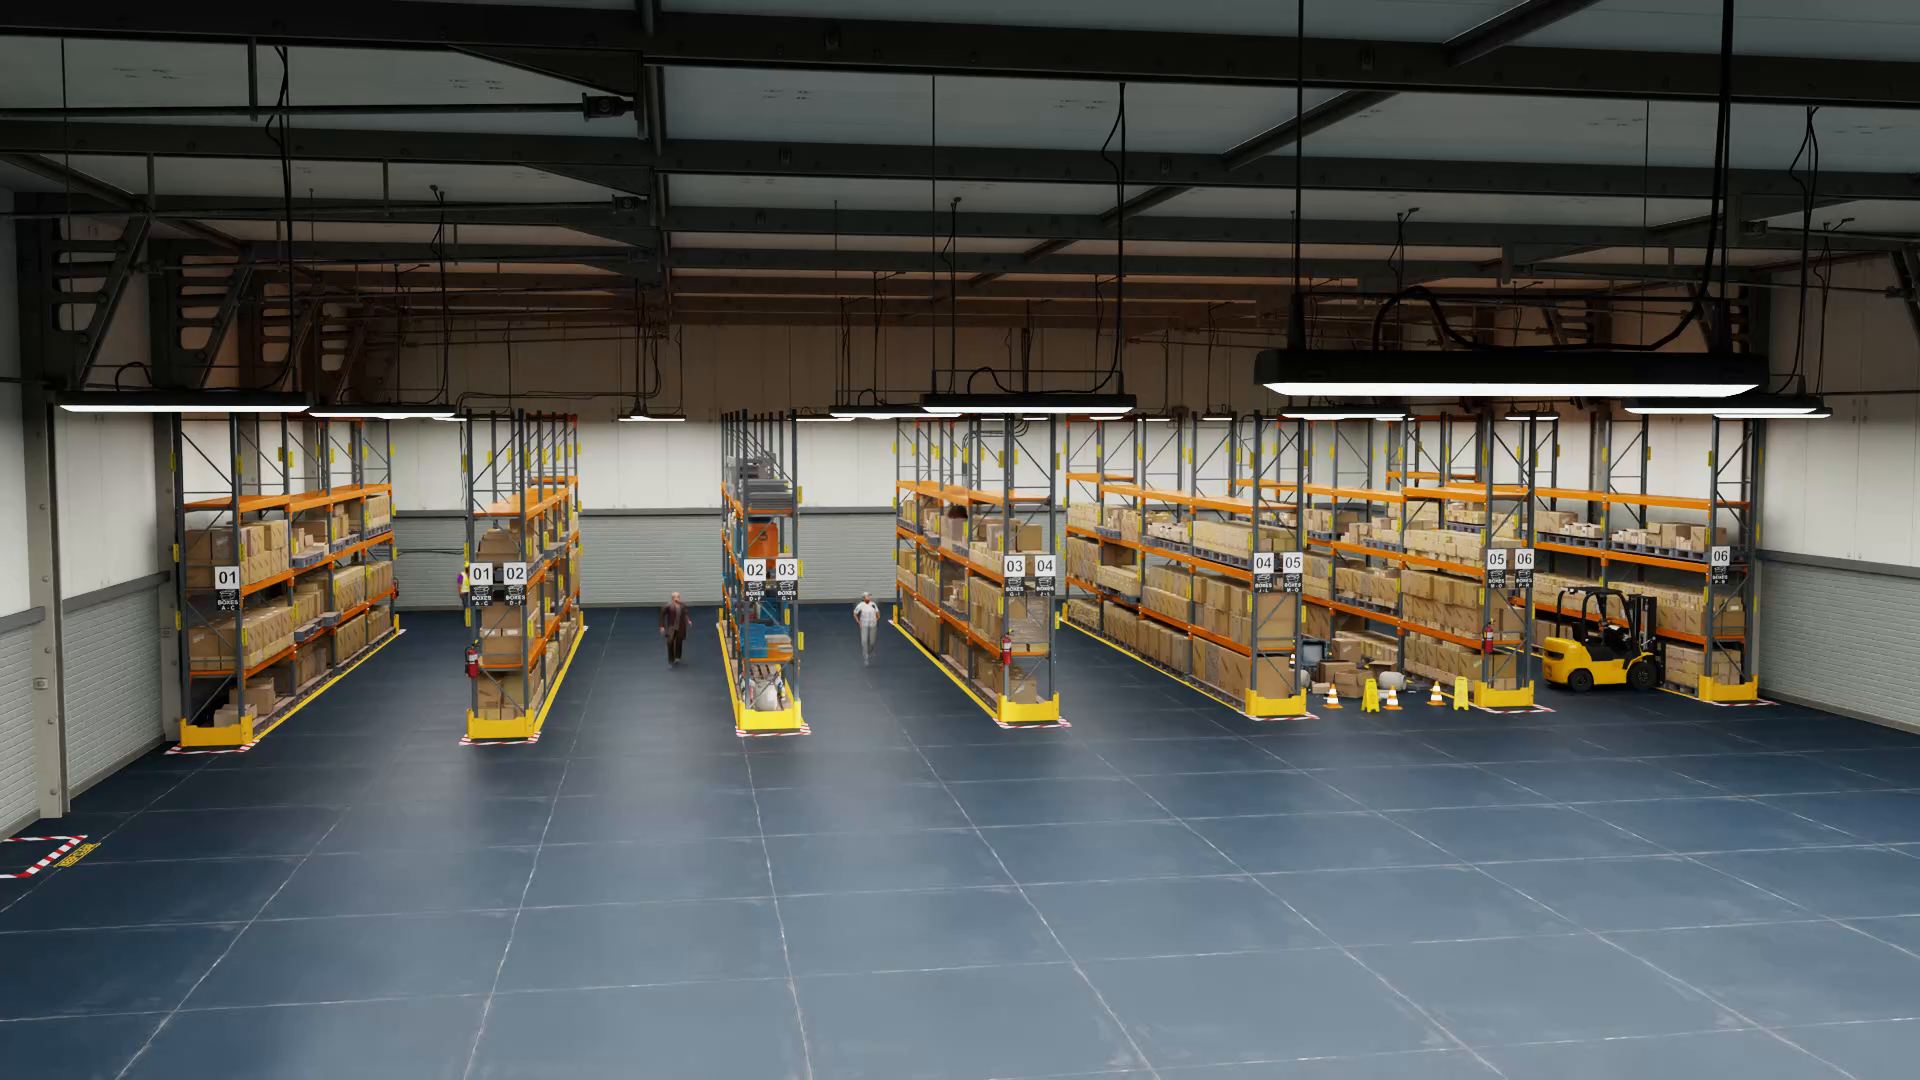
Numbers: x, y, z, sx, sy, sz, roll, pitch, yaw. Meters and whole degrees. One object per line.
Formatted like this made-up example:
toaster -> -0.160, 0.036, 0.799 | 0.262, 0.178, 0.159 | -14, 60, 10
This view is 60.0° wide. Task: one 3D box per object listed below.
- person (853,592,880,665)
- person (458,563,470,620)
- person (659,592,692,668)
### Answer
person -> -2.188, 2.057, 39.027 | 0.634, 1.687, 0.724 | 0, 4, -3
person -> -14.170, 1.508, 47.842 | 0.541, 1.712, 1.041 | -1, 4, -14
person -> -6.740, 2.140, 39.496 | 0.793, 1.815, 0.932 | 0, 4, -4
